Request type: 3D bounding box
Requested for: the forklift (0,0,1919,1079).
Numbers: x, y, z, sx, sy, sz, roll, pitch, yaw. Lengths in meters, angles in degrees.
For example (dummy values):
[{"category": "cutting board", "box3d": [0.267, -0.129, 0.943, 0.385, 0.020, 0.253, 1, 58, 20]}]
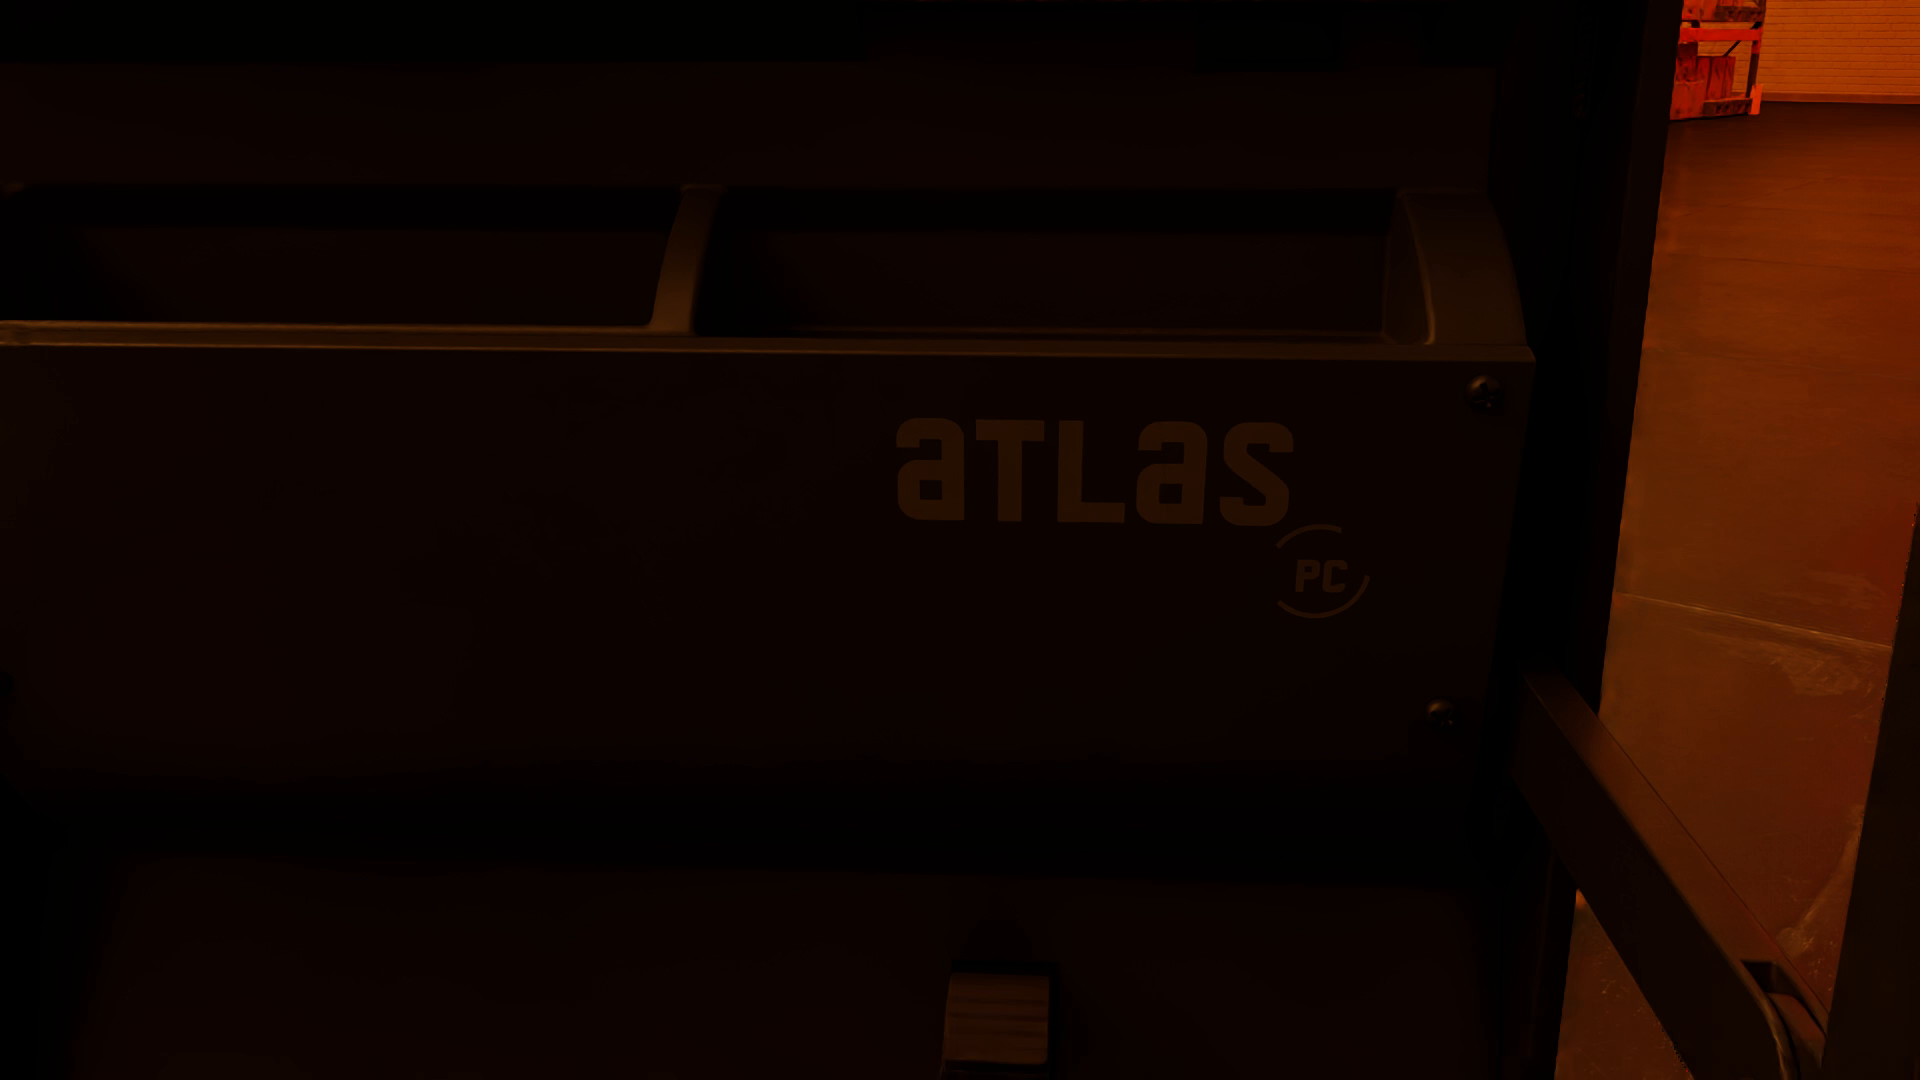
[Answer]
[{"category": "forklift", "box3d": [-0.162, -0.530, 0.642, 1.130, 2.935, 3.031, 1, 17, 3]}]
